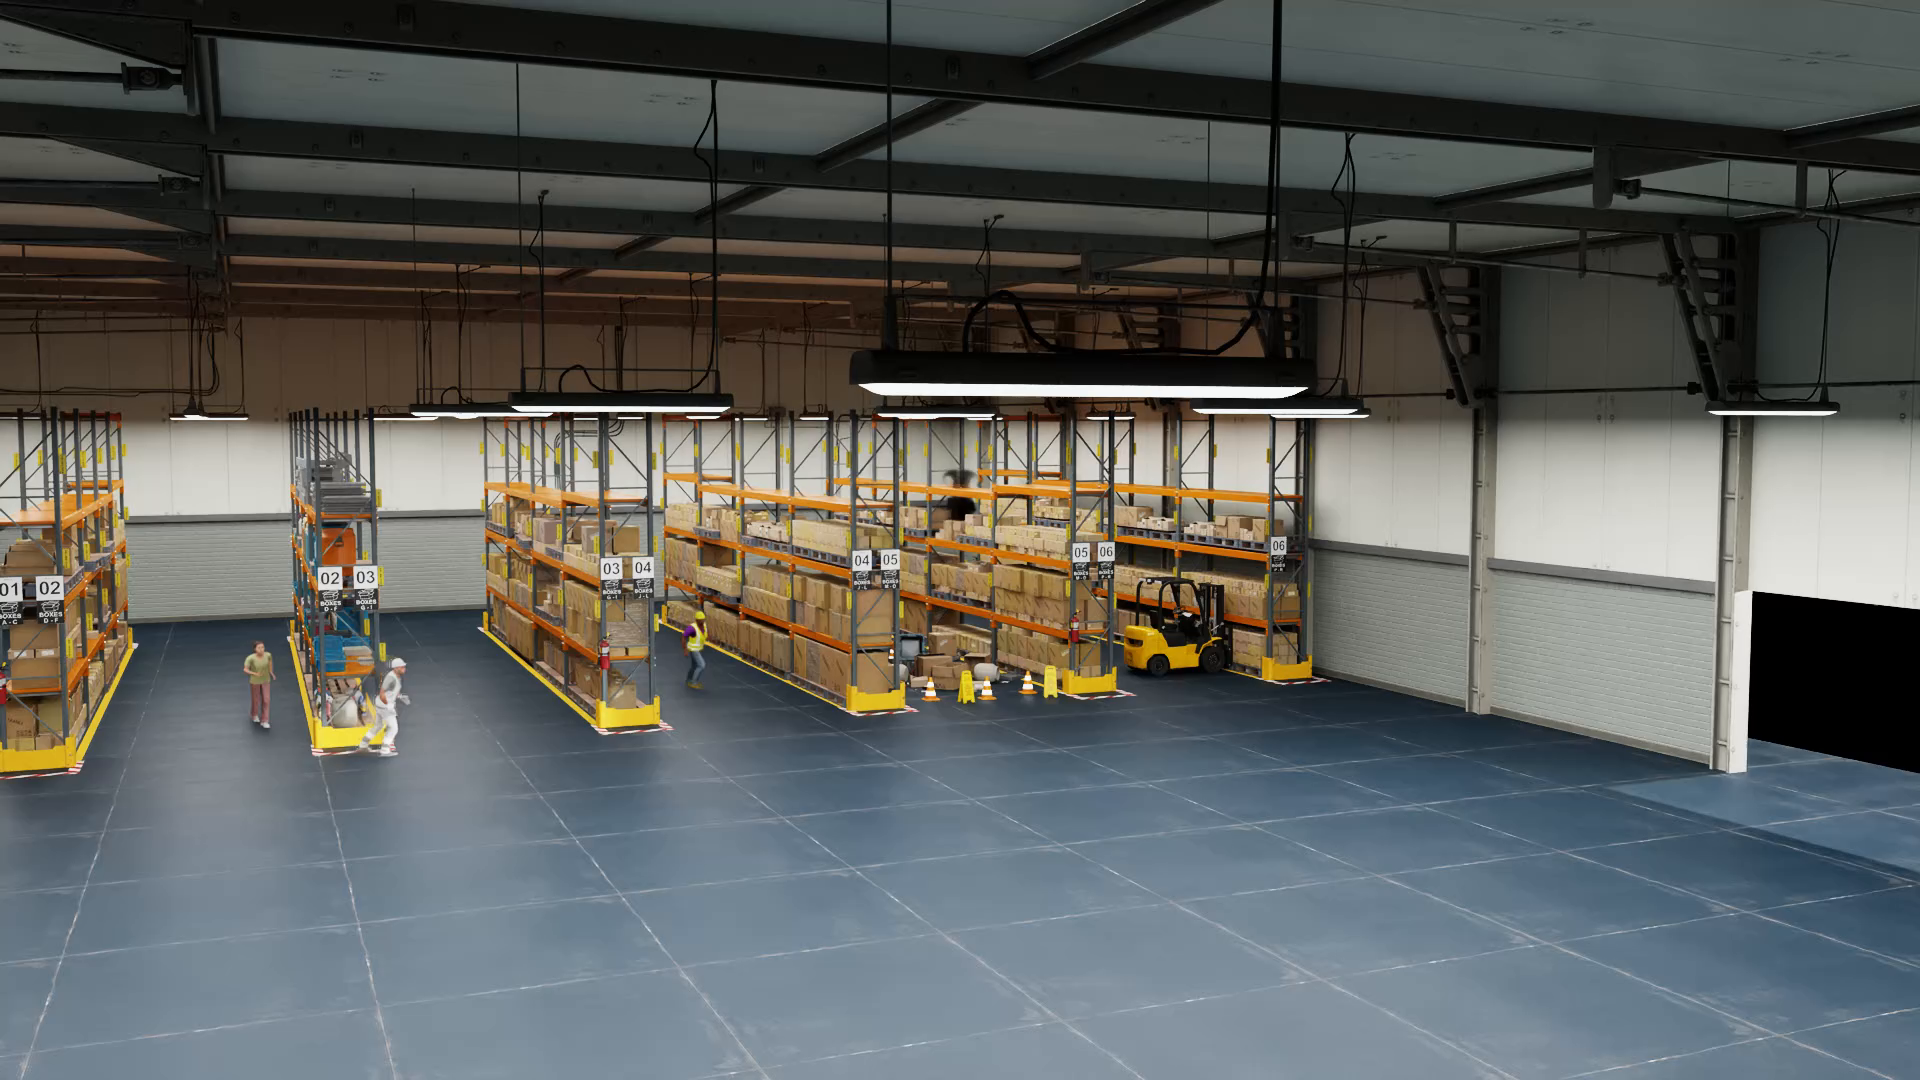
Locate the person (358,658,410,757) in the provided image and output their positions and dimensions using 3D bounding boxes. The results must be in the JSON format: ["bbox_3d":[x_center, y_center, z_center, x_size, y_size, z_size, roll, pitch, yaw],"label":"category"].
[{"bbox_3d":[-9.916,2.877,28.589,0.880,1.698,0.685,-1,4,-15],"label":"person"}]

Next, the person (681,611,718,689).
[{"bbox_3d":[-5.645,2.391,35.946,0.838,1.723,0.682,1,4,16],"label":"person"}]

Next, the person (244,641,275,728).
[{"bbox_3d":[-13.263,2.702,31.448,0.567,1.637,0.927,-3,5,-33],"label":"person"}]
